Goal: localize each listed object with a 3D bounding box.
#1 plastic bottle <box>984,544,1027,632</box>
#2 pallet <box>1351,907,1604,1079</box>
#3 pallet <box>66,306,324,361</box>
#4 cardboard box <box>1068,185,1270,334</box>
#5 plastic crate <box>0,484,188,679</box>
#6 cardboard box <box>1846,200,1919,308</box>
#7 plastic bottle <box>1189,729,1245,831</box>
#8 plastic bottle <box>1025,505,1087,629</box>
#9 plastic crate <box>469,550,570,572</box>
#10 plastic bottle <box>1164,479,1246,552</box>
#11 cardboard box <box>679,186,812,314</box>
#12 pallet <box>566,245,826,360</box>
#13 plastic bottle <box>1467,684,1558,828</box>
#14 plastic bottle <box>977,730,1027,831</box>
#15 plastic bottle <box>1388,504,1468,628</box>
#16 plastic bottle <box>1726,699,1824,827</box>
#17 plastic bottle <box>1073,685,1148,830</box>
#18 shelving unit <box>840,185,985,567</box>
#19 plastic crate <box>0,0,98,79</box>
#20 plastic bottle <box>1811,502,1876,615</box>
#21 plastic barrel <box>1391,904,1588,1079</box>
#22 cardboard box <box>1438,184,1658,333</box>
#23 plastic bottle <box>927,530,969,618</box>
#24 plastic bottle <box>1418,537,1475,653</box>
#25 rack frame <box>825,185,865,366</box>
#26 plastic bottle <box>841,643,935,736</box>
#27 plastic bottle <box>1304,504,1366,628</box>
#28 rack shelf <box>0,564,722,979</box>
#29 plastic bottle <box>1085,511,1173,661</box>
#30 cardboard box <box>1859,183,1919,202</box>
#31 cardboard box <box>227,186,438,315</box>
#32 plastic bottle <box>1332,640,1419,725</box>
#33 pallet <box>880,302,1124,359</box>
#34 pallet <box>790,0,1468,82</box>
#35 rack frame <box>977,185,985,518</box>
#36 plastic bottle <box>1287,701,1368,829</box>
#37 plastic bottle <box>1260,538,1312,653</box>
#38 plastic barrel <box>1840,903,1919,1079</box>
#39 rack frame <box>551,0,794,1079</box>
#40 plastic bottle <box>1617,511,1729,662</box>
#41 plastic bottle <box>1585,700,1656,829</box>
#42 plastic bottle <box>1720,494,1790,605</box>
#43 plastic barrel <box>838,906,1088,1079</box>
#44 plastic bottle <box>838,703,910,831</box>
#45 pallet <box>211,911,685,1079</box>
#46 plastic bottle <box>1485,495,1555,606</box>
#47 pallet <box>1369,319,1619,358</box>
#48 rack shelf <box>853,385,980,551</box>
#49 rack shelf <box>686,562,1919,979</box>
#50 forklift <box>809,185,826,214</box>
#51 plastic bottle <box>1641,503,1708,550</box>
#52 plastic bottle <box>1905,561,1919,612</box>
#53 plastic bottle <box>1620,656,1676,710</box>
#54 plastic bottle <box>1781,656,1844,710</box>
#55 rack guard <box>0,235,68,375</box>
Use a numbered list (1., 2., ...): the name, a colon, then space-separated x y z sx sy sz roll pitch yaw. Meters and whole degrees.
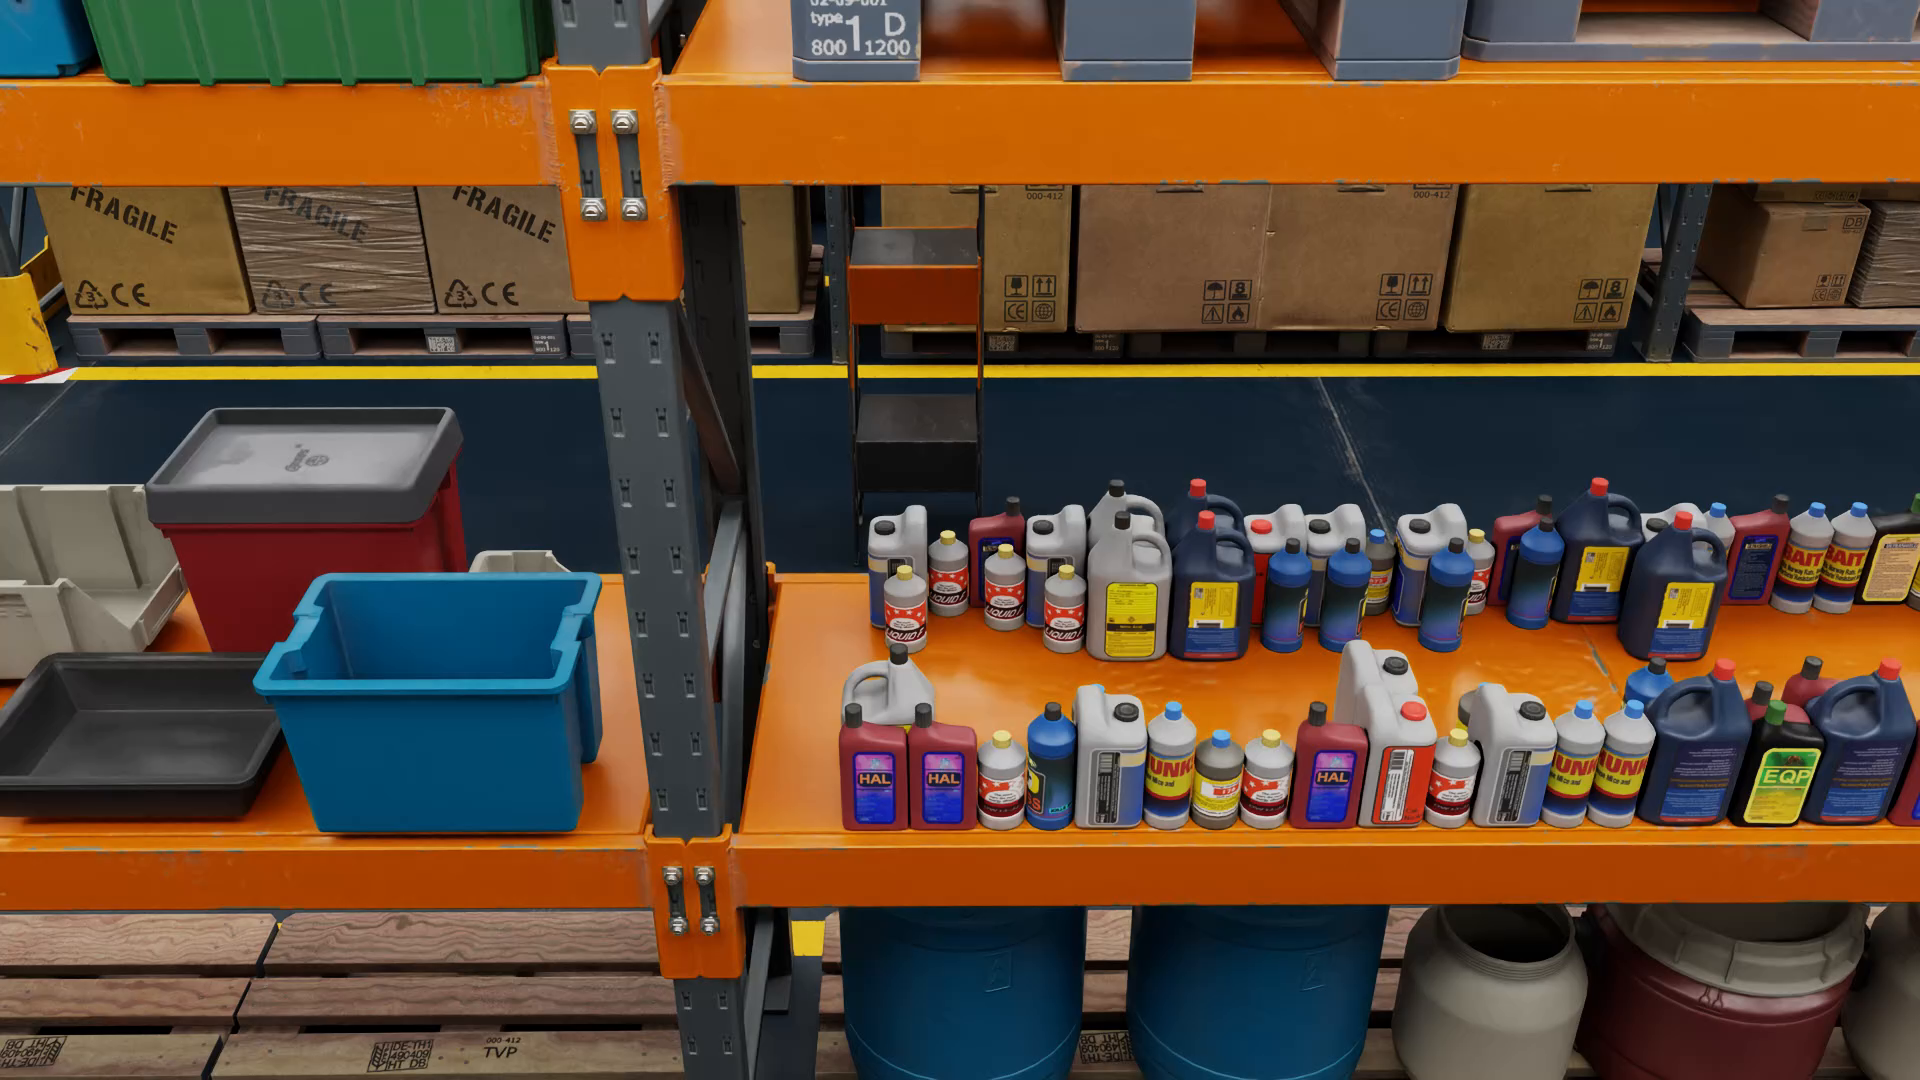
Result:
1. plastic bottle: 0.105 0.104 3.879 0.097 0.201 0.097 0 31 0
2. pallet: 1.459 1.377 4.277 1.213 0.211 1.003 0 31 0
3. pallet: -3.767 -1.236 8.584 1.213 0.211 1.003 0 31 0
4. cardboard box: 0.967 -1.685 8.279 0.875 0.875 1.225 -1 31 -2
5. plastic crate: -2.064 0.105 3.741 0.530 0.282 0.437 0 31 0
6. cardboard box: 4.658 -1.551 8.400 0.500 0.500 0.700 -3 31 -4
7. plastic bottle: 0.508 0.465 3.284 0.097 0.201 0.097 0 31 0
8. plastic bottle: 0.221 0.054 3.889 0.135 0.276 0.152 0 31 0
9. plastic crate: -1.003 0.186 3.749 0.243 0.136 0.396 0 31 0
10. plastic bottle: 0.566 0.019 3.874 0.185 0.351 0.144 0 31 0
11. cardboard box: -1.227 -1.709 8.318 0.875 0.875 0.875 0 31 0
12. pallet: -1.327 -1.244 8.597 1.213 0.211 1.003 0 31 0
13. plastic bottle: 1.087 0.417 3.291 0.135 0.276 0.152 0 31 0
14. plastic bottle: 0.082 0.466 3.282 0.097 0.201 0.097 0 31 0
15. plastic bottle: 1.092 0.051 3.893 0.135 0.276 0.152 0 31 0
16. plastic bottle: 1.601 0.436 3.253 0.133 0.283 0.061 0 31 0
17. plastic bottle: 0.295 0.419 3.287 0.135 0.276 0.152 0 31 0
18. shelving unit: -0.166 -0.897 6.205 0.503 2.100 0.431 0 31 0
19. plastic crate: -1.445 -0.871 2.564 0.300 0.233 0.416 0 31 0
20. plastic bottle: 2.086 0.036 3.923 0.097 0.271 0.097 0 31 0
21. plastic barrel: 1.281 1.105 4.031 0.421 0.512 0.421 0 31 0
22. cardboard box: 2.744 -1.690 8.288 0.875 0.875 1.225 -2 31 -3
23. plastic bottle: -0.028 0.073 3.930 0.097 0.201 0.097 0 31 0
24. plastic bottle: 1.111 0.118 3.788 0.097 0.271 0.097 0 31 0
25. rack frame: -0.566 -2.398 7.811 0.127 3.000 1.000 0 31 0
26. plastic bottle: -0.142 0.359 3.314 0.185 0.351 0.144 0 31 0
27. plastic bottle: 0.860 0.052 3.892 0.135 0.276 0.152 0 31 0
28. rack shelf: -2.536 0.485 3.753 4.000 0.370 1.077 0 31 0
29. plastic bottle: 0.382 0.094 3.750 0.185 0.351 0.144 0 31 0
30. cardboard box: 4.634 -1.875 8.212 0.500 0.250 0.500 3 31 5
31. cardboard box: -3.017 -1.703 8.309 0.875 0.875 0.875 0 31 0
32. plastic bottle: 0.854 0.339 3.420 0.135 0.276 0.152 0 31 0
33. pallet: 0.205 -1.247 8.602 1.213 0.211 1.003 0 31 0
34. pallet: 0.247 -1.084 2.935 1.003 0.211 1.213 0 31 0
35. rack frame: 0.078 -0.898 6.206 0.015 2.100 0.400 0 31 0
36. plastic bottle: 0.721 0.438 3.248 0.133 0.283 0.061 0 31 0
37. plastic bottle: 0.745 0.119 3.786 0.097 0.271 0.097 0 31 0
38. plastic barrel: 2.410 1.101 4.037 0.421 0.512 0.421 0 31 0
39. rack frame: -0.536 0.171 3.576 0.127 3.000 1.000 0 31 0
40. plastic bottle: 1.618 0.095 3.750 0.185 0.351 0.144 0 31 0
41. plastic bottle: 1.300 0.432 3.270 0.097 0.271 0.097 0 31 0
42. plastic bottle: 1.873 0.022 3.934 0.133 0.283 0.061 0 31 0
43. plastic barrel: 0.008 0.896 4.000 0.708 0.901 0.600 0 31 0
44. plastic bottle: -0.167 0.441 3.244 0.133 0.283 0.061 0 31 0
45. pallet: -1.271 1.386 4.263 1.213 0.211 1.003 0 31 0
46. plastic bottle: 1.323 0.024 3.931 0.133 0.283 0.061 0 31 0
47. pallet: 2.645 -1.255 8.615 1.213 0.211 1.003 0 31 0
48. rack shelf: -0.166 -0.287 6.575 0.480 0.518 0.431 0 31 0
49. rack shelf: 1.464 0.472 3.773 4.000 0.370 1.077 0 31 0
50. forklift: -0.884 -3.920 10.386 1.130 2.935 3.031 9 32 14
51. plastic bottle: 1.642 0.050 3.896 0.135 0.276 0.152 0 31 0
52. plastic bottle: 2.317 0.065 3.942 0.097 0.201 0.097 0 31 0
53. plastic bottle: 1.397 0.357 3.394 0.097 0.271 0.097 0 31 0
54. plastic bottle: 1.733 0.360 3.377 0.133 0.283 0.061 0 31 0
55. rack guard: -4.590 -1.317 8.438 0.348 0.500 1.175 0 31 0
